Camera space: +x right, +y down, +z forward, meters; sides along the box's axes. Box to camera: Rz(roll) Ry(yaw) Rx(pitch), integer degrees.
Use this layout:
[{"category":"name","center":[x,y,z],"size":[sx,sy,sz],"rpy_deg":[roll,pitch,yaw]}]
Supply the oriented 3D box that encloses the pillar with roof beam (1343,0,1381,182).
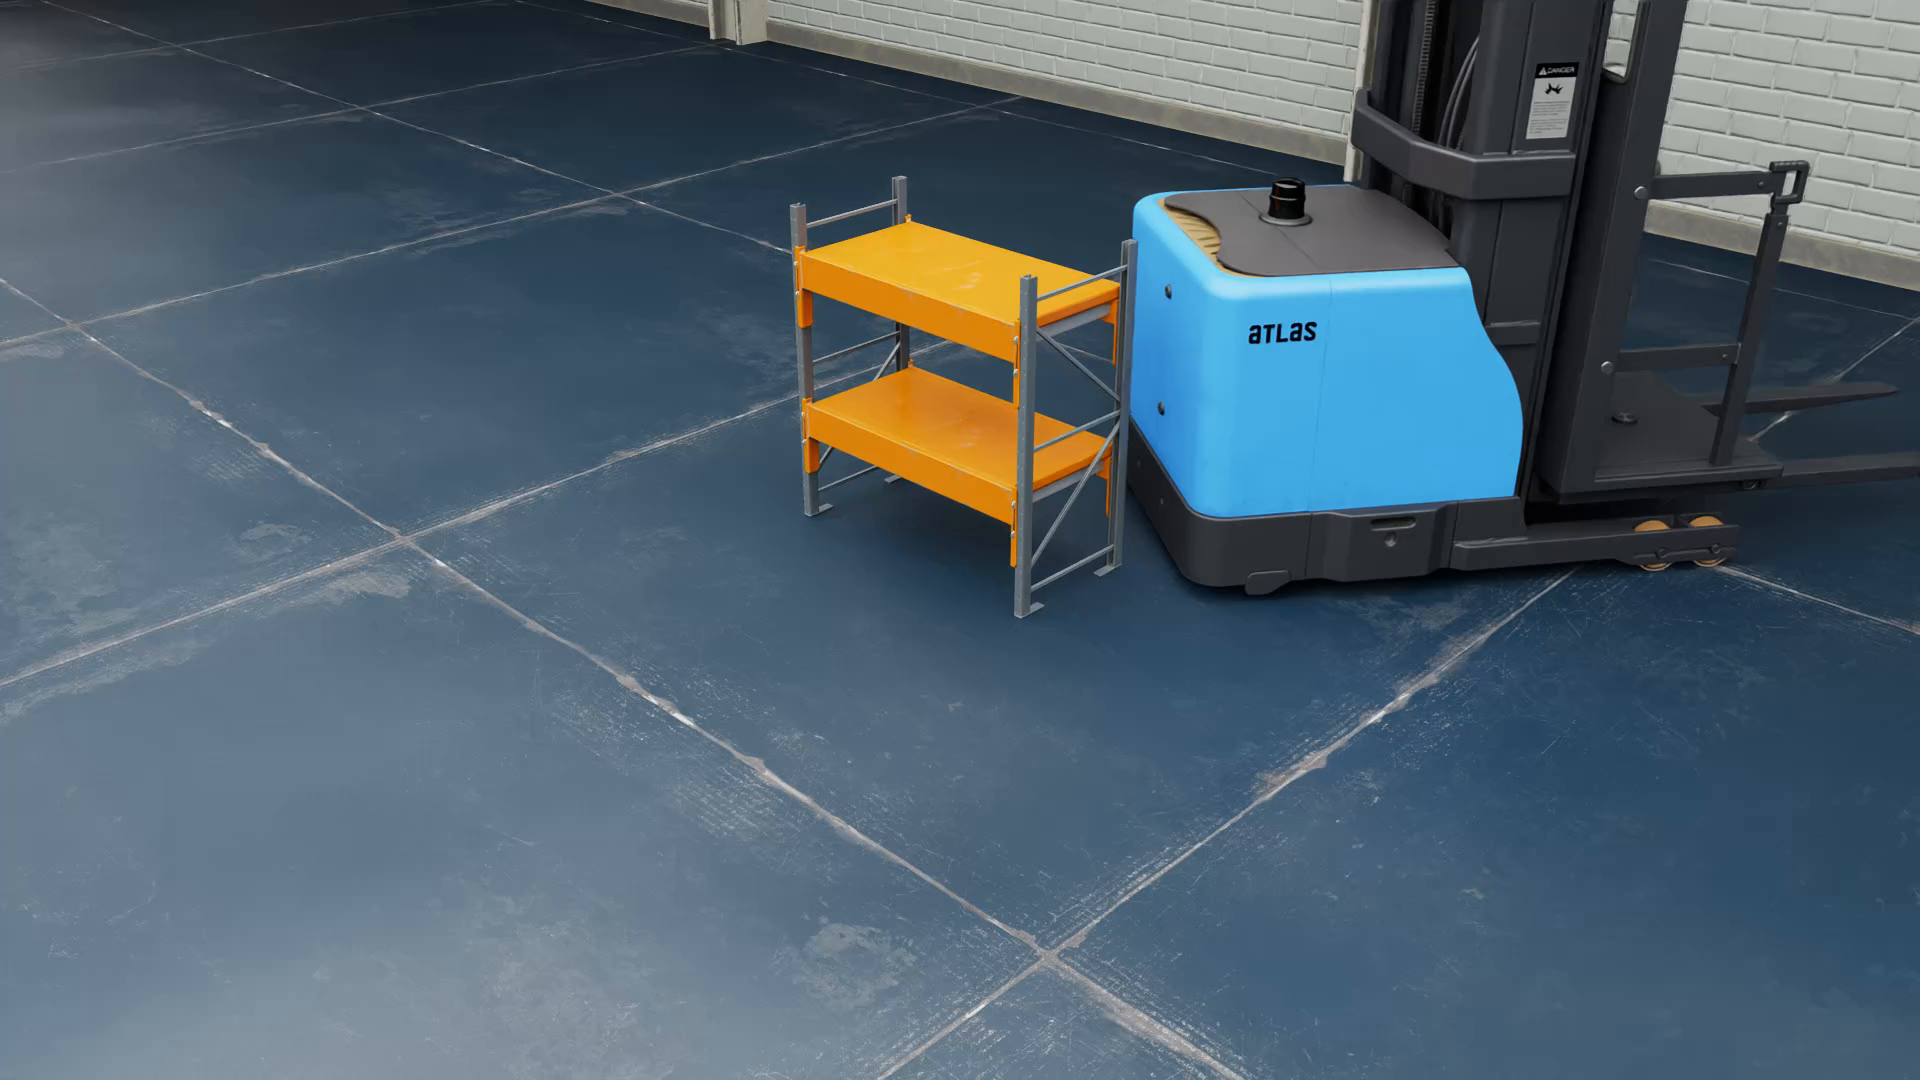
[{"category":"pillar with roof beam","center":[-0.522,-4.654,4.932],"size":[0.400,9.000,9.100],"rpy_deg":[25,36,38]}]

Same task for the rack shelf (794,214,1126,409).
[{"category":"rack shelf","center":[-0.005,-0.759,5.356],"size":[1.000,0.278,0.538],"rpy_deg":[25,36,38]}]

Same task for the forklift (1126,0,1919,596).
[{"category":"forklift","center":[2.145,-1.431,5.323],"size":[3.031,2.935,1.130],"rpy_deg":[-4,28,-8]}]

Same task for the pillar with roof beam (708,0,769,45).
[{"category":"pillar with roof beam","center":[-4.800,-6.612,8.655],"size":[0.400,9.000,9.100],"rpy_deg":[25,36,38]}]

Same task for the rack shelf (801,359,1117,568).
[{"category":"rack shelf","center":[-0.005,-0.284,5.606],"size":[1.000,0.278,0.538],"rpy_deg":[25,36,38]}]

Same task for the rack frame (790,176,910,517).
[{"category":"rack frame","center":[-0.367,-0.666,5.808],"size":[0.032,1.125,0.500],"rpy_deg":[25,36,38]}]

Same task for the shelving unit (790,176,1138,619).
[{"category":"shelving unit","center":[-0.005,-0.500,5.492],"size":[1.048,1.125,0.538],"rpy_deg":[25,36,38]}]

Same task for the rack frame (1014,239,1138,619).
[{"category":"rack frame","center":[0.358,-0.334,5.177],"size":[0.032,1.125,0.500],"rpy_deg":[25,36,38]}]
